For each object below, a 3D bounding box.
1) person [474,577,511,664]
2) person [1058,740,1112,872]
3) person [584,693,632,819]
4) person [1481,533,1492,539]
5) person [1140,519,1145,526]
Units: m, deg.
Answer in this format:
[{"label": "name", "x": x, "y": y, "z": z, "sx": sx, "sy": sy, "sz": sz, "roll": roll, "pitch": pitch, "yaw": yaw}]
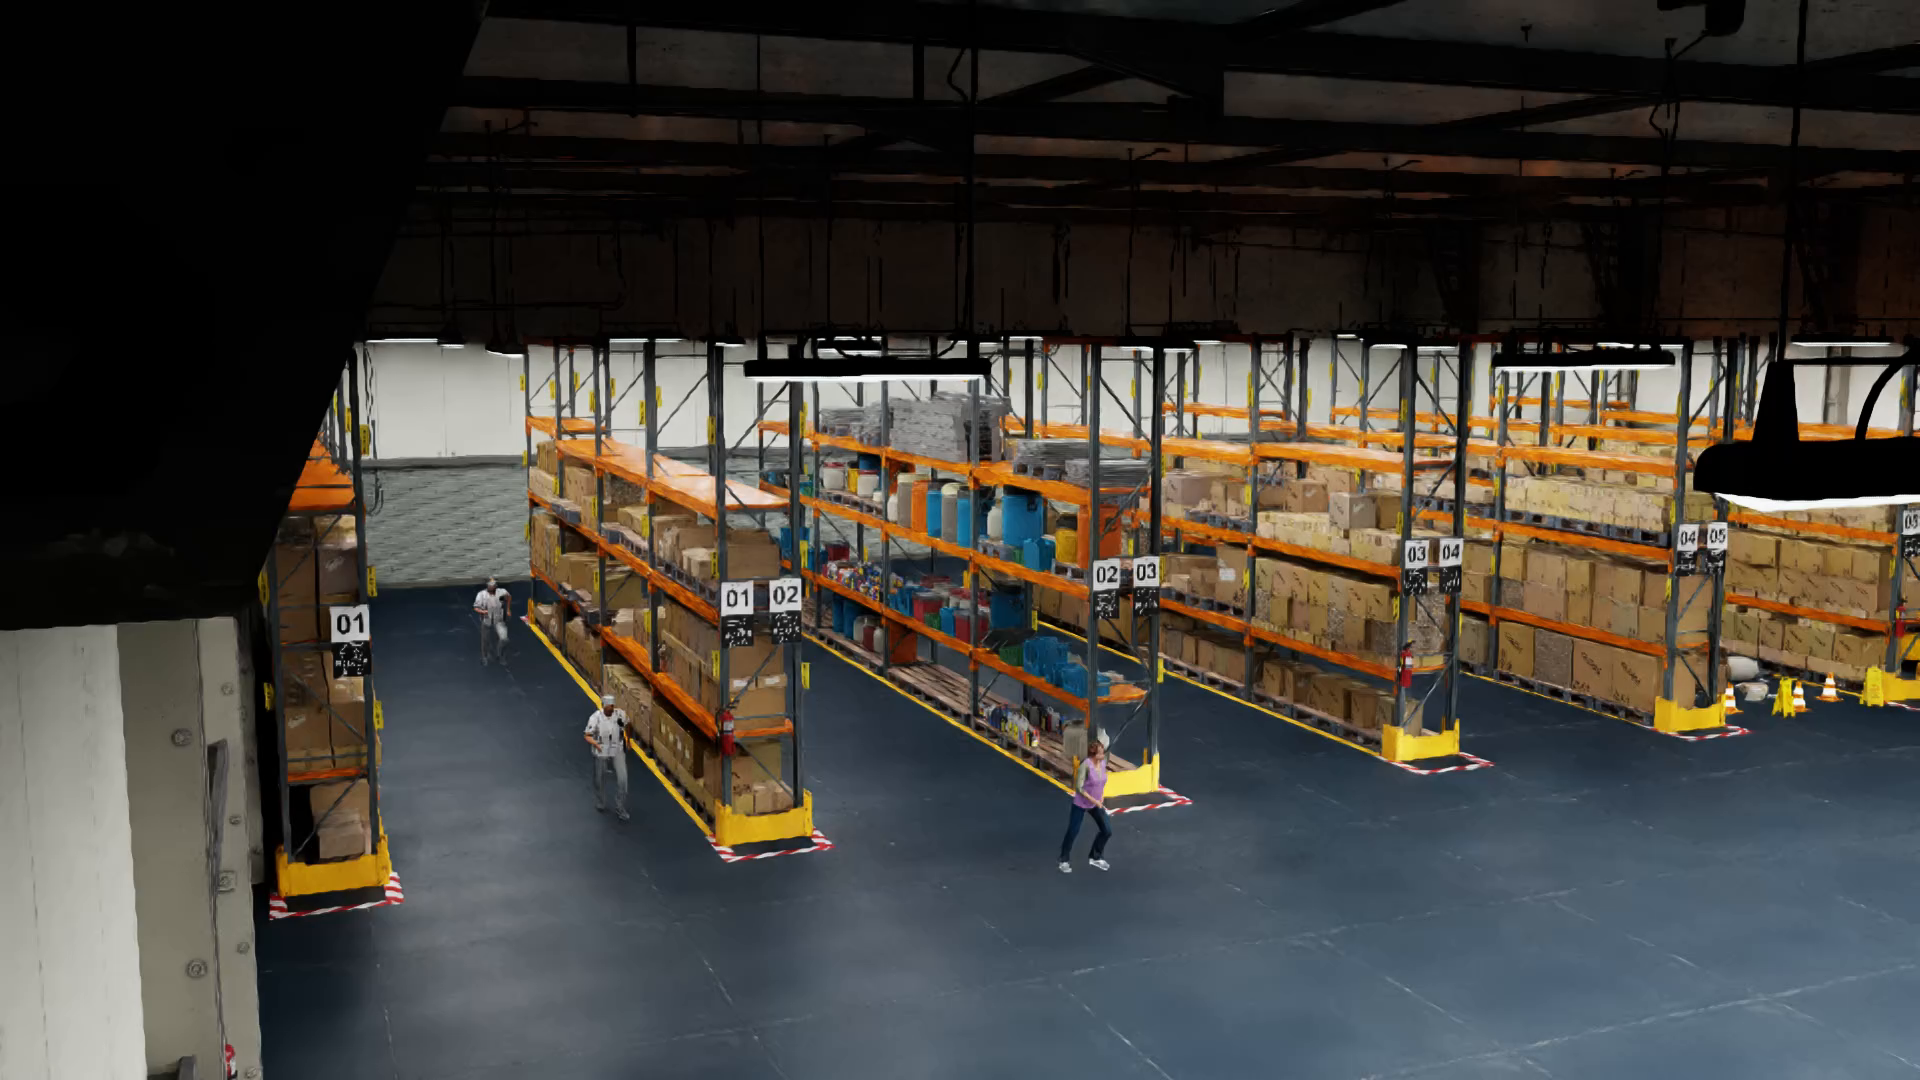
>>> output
[{"label": "person", "x": -8.514, "y": 1.471, "z": 30.346, "sx": 0.660, "sy": 1.682, "sz": 0.915, "roll": -2, "pitch": 8, "yaw": -16}, {"label": "person", "x": 1.494, "y": 3.039, "z": 19.088, "sx": 0.597, "sy": 1.548, "sz": 0.618, "roll": -5, "pitch": 9, "yaw": -34}, {"label": "person", "x": -4.497, "y": 2.721, "z": 21.295, "sx": 0.625, "sy": 1.596, "sz": 0.816, "roll": -2, "pitch": 8, "yaw": -17}, {"label": "person", "x": 11.127, "y": 0.743, "z": 35.349, "sx": 0.436, "sy": 1.786, "sz": 0.572, "roll": 2, "pitch": 8, "yaw": 14}, {"label": "person", "x": 4.458, "y": 0.034, "z": 41.475, "sx": 0.431, "sy": 1.585, "sz": 0.605, "roll": 6, "pitch": 10, "yaw": 38}]
